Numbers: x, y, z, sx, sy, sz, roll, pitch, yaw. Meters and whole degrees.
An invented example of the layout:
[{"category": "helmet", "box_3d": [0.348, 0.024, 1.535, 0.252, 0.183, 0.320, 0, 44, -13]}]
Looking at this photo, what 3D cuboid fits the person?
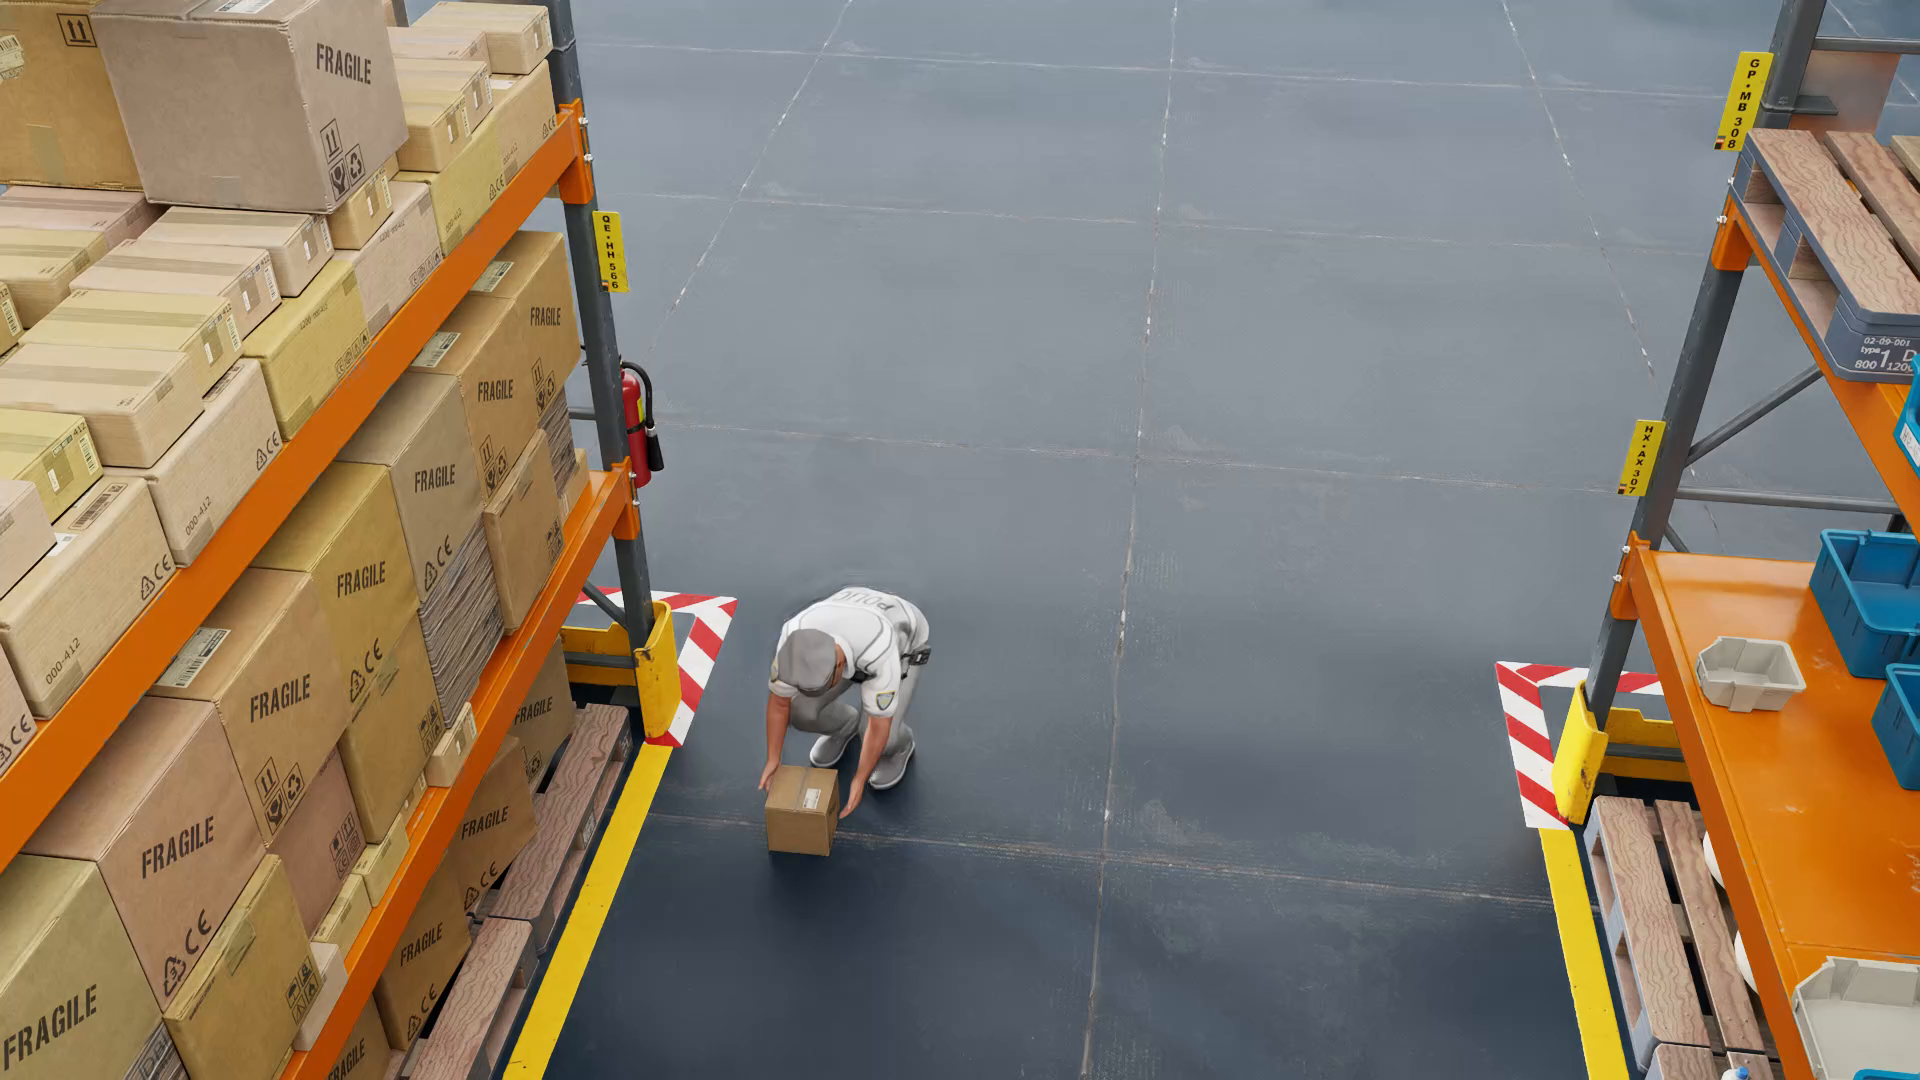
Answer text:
[{"category": "person", "box_3d": [-0.447, 0.603, 6.823, 0.566, 1.029, 0.943, 16, 39, 21]}]
